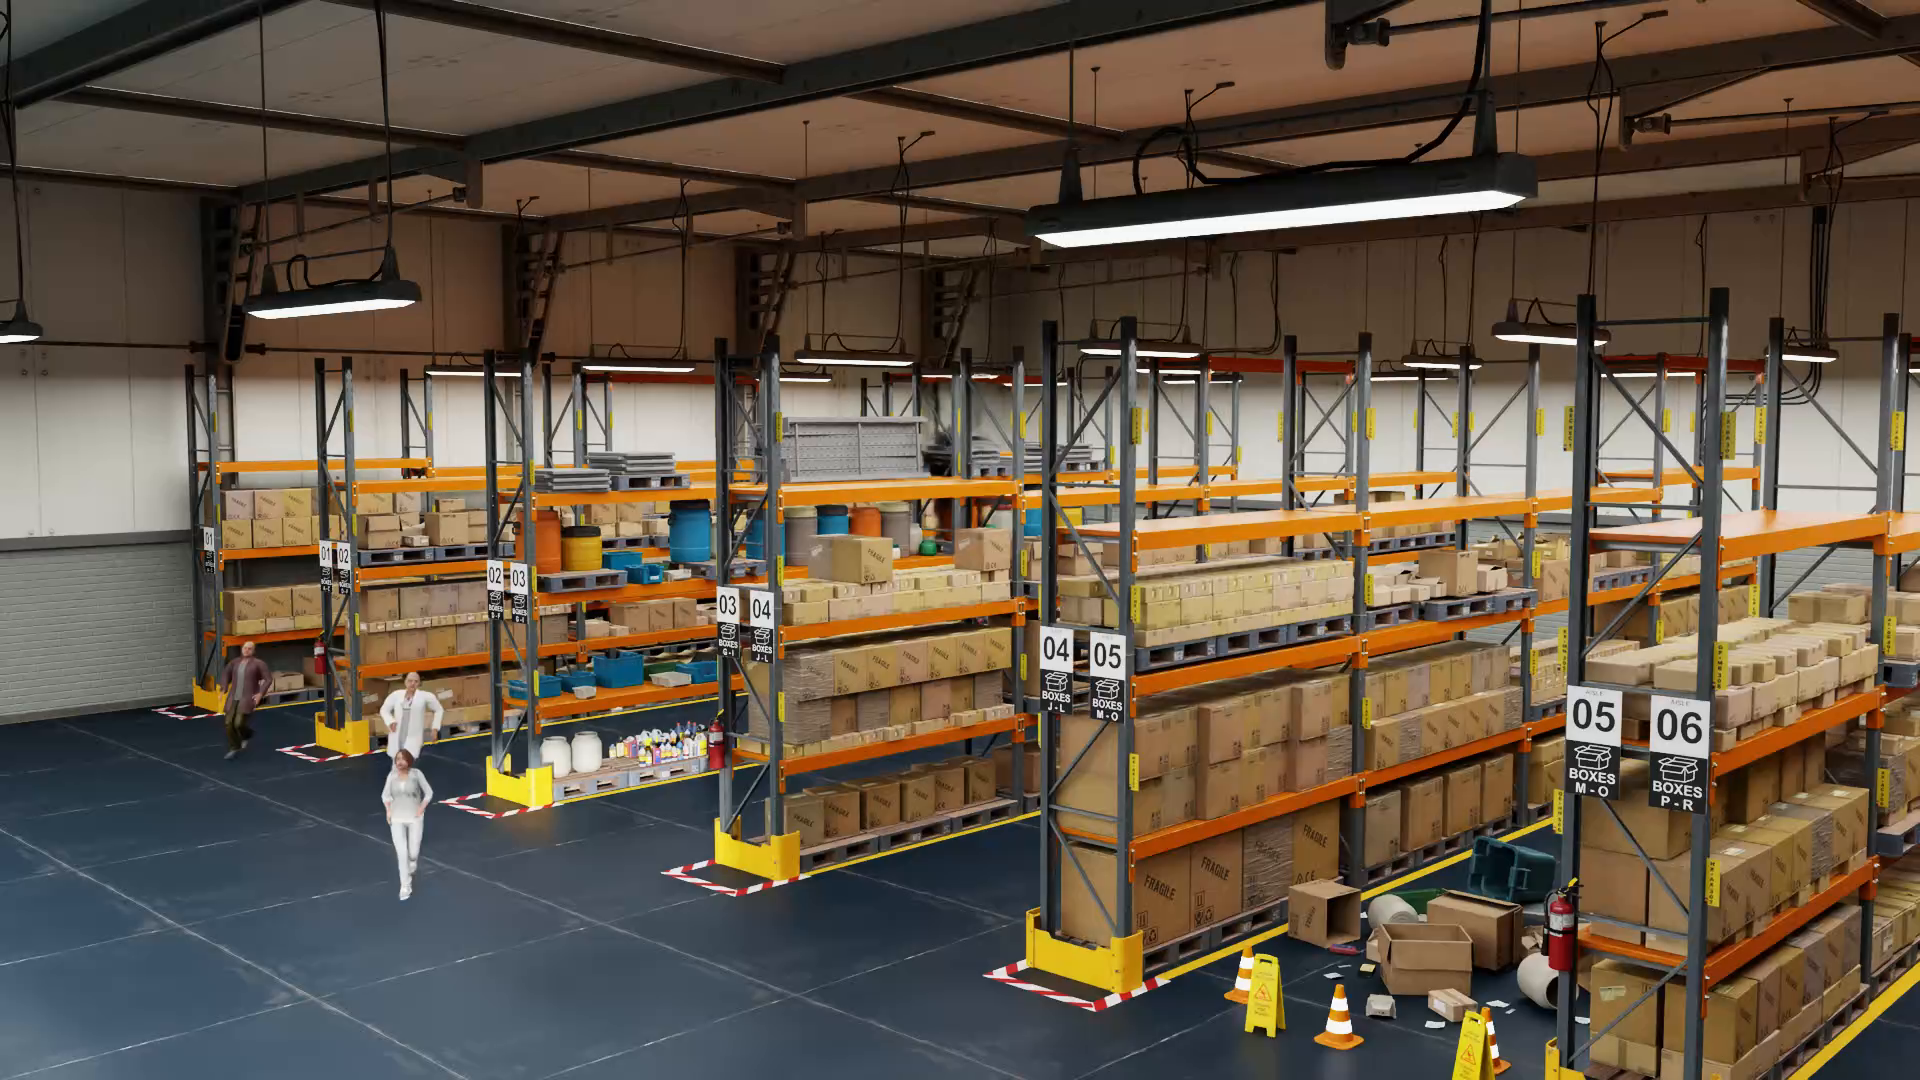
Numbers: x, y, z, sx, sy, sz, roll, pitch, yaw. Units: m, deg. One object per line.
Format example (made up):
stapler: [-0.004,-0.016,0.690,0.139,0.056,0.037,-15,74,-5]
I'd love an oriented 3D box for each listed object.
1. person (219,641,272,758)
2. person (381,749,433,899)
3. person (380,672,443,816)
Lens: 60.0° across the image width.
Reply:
person: [-10.792,2.398,25.052,0.768,1.728,0.570,0,4,5]
person: [-5.953,3.022,17.917,0.539,1.580,0.628,-1,4,-10]
person: [-7.174,2.611,21.677,0.770,1.795,0.930,0,4,1]
